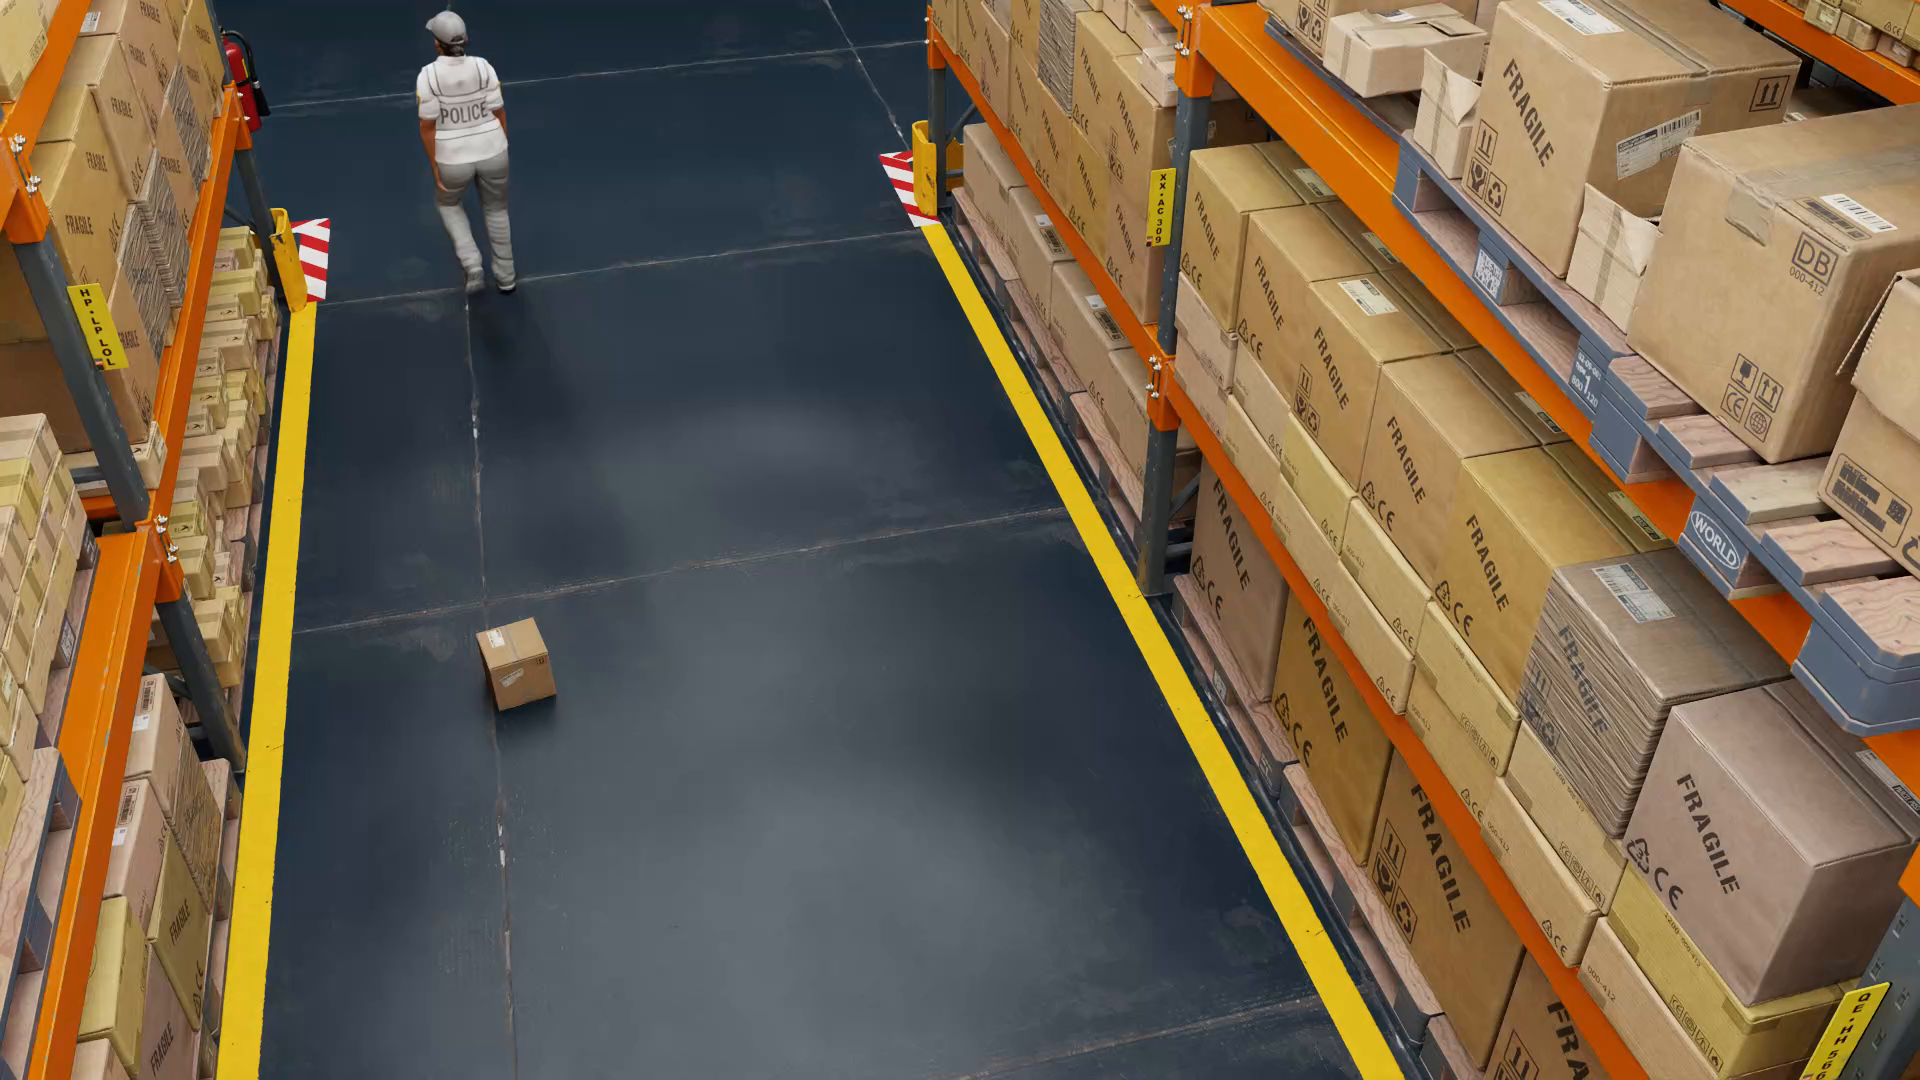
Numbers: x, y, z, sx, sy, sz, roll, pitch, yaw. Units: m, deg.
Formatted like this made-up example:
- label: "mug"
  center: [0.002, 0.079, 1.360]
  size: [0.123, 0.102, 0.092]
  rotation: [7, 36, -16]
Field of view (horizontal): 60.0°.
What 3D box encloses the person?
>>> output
- label: "person"
  center: [-2.786, -2.179, 9.427]
  size: [0.482, 1.658, 0.429]
  rotation: [-16, 41, -19]
